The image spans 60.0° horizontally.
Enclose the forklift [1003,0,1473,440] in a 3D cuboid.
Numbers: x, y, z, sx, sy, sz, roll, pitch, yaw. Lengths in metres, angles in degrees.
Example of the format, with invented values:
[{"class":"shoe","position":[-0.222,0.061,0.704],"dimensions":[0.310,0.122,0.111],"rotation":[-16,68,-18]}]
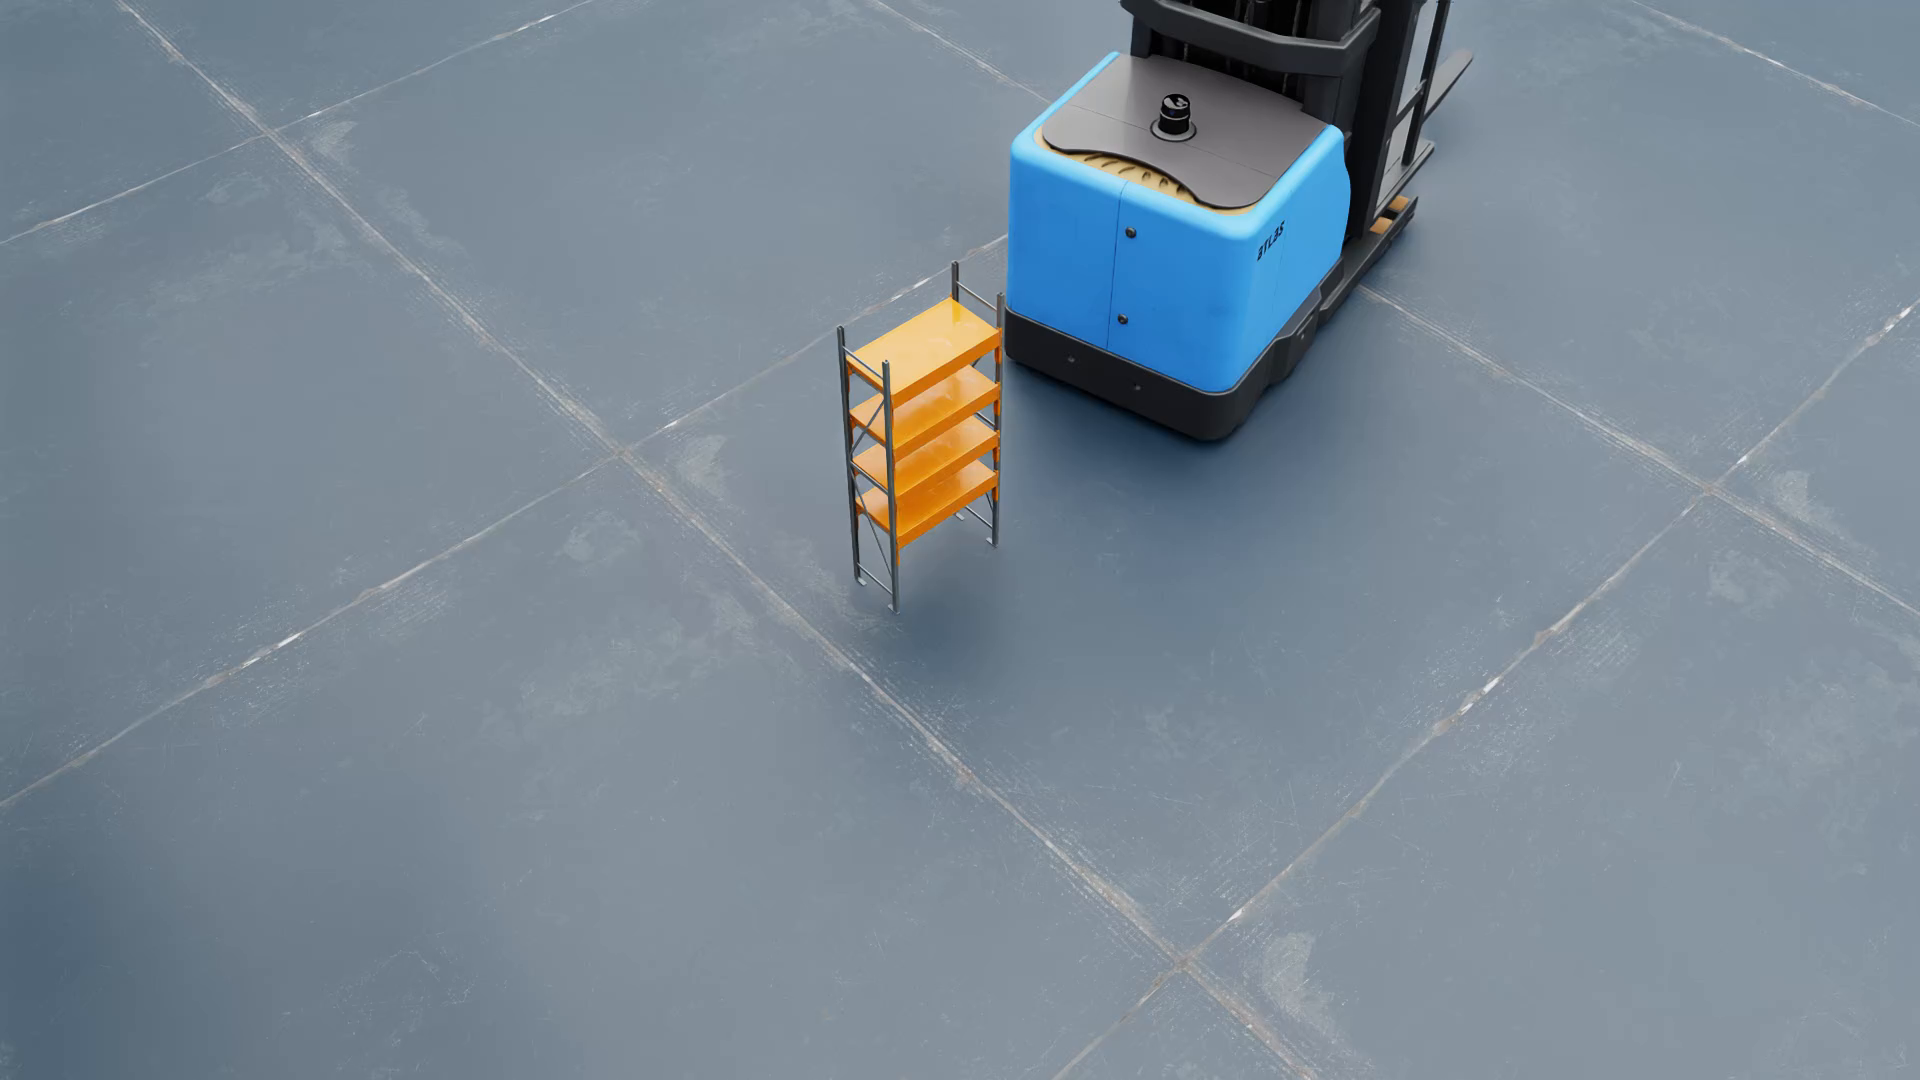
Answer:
[{"class":"forklift","position":[1.404,-2.445,6.512],"dimensions":[1.130,2.935,3.031],"rotation":[26,52,22]}]

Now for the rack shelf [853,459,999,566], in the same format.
[{"class":"rack shelf","position":[-0.122,-0.145,5.929],"dimensions":[0.480,0.148,0.258],"rotation":[-34,56,-27]}]

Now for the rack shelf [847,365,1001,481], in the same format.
[{"class":"rack shelf","position":[-0.122,-0.431,5.619],"dimensions":[0.480,0.148,0.258],"rotation":[-34,56,-27]}]

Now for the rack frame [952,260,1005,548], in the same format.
[{"class":"rack frame","position":[0.058,-0.446,5.845],"dimensions":[0.015,1.200,0.240],"rotation":[-34,56,-27]}]

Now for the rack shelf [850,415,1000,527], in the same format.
[{"class":"rack shelf","position":[-0.122,-0.279,5.783],"dimensions":[0.480,0.148,0.258],"rotation":[-34,56,-27]}]

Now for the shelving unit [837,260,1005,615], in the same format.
[{"class":"shelving unit","position":[-0.122,-0.325,5.734],"dimensions":[0.503,1.200,0.258],"rotation":[-34,56,-27]}]

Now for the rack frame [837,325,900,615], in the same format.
[{"class":"rack frame","position":[-0.303,-0.204,5.622],"dimensions":[0.015,1.200,0.240],"rotation":[-34,56,-27]}]

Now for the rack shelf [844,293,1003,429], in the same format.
[{"class":"rack shelf","position":[-0.122,-0.592,5.445],"dimensions":[0.480,0.148,0.258],"rotation":[-34,56,-27]}]
